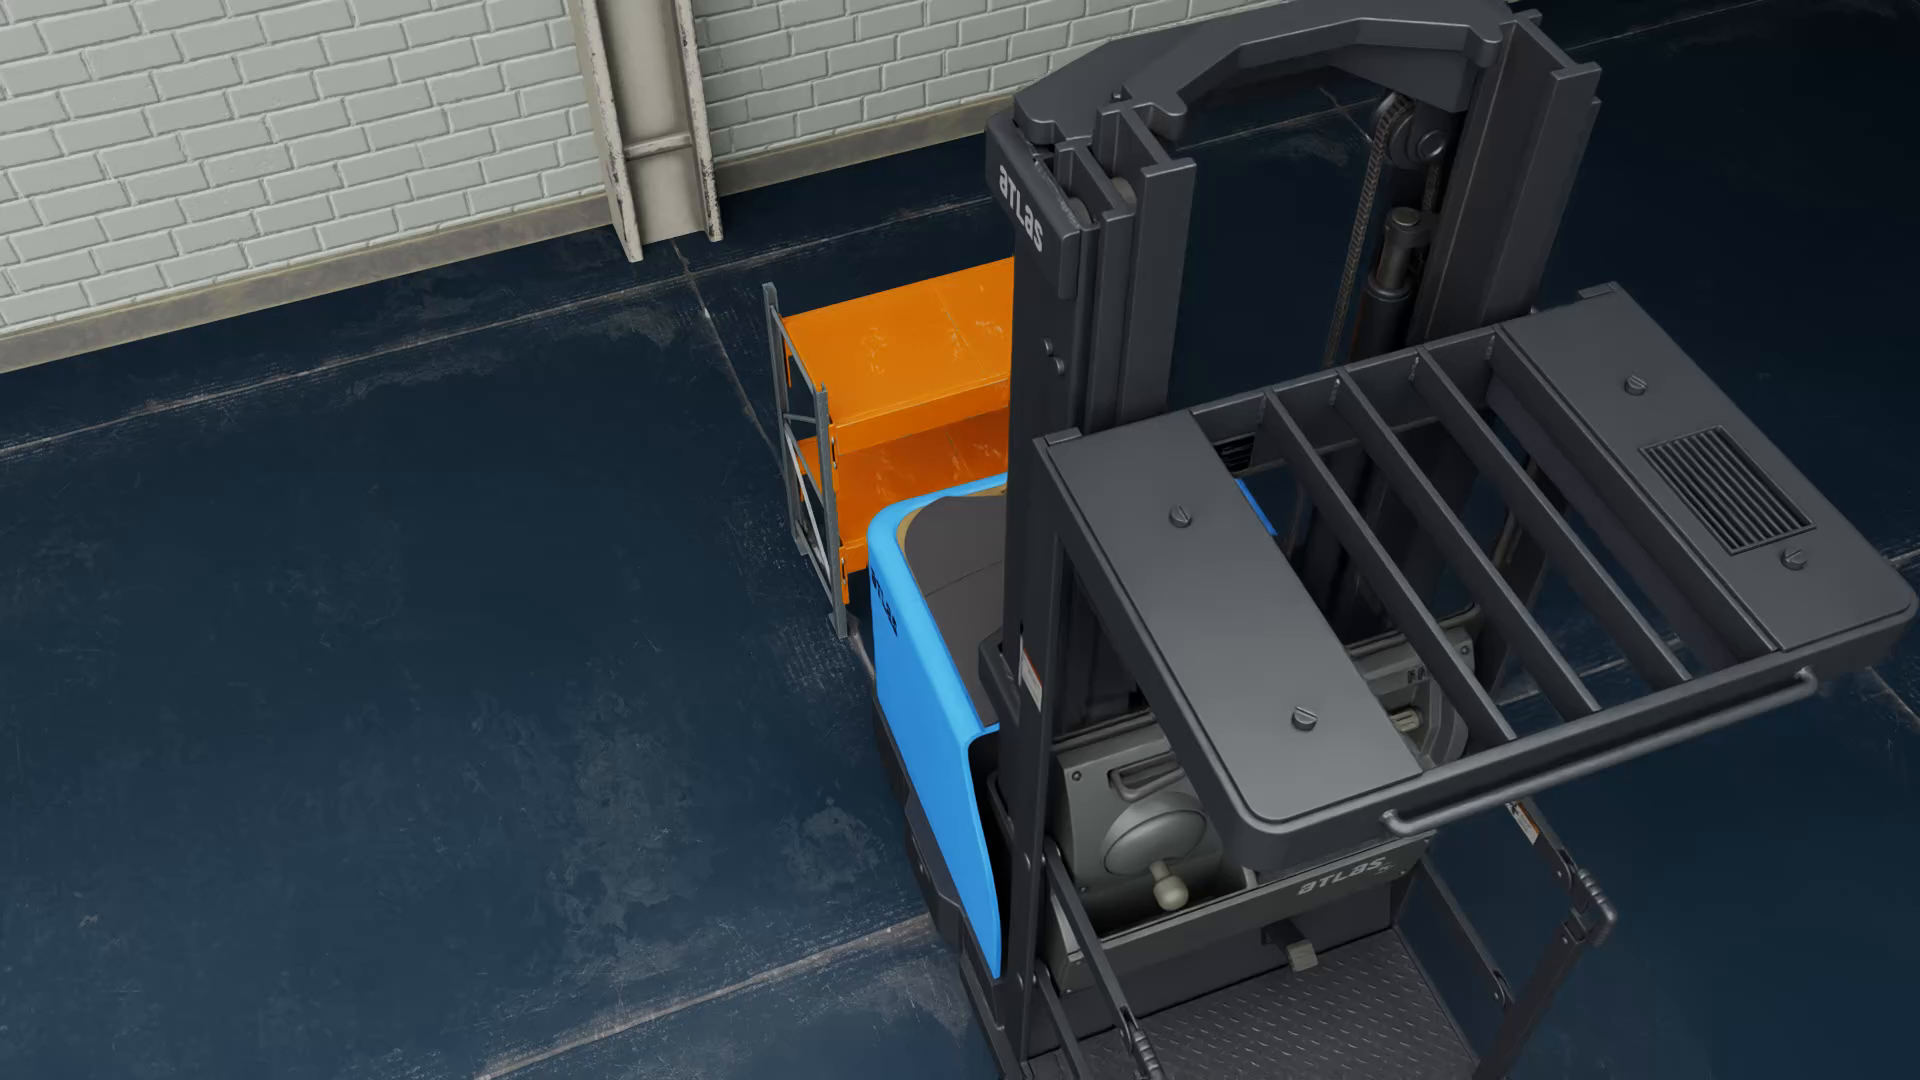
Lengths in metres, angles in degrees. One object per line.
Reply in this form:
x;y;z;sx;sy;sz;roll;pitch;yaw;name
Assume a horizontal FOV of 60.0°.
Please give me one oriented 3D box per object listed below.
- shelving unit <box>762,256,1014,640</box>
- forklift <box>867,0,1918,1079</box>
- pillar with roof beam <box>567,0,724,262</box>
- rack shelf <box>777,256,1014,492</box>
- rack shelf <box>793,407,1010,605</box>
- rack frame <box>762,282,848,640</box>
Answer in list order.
-0.006;-0.365;5.322;1.048;1.125;0.538;-17;52;-14;shelving unit
0.727;0.584;3.316;1.130;2.935;3.031;-16;51;-13;forklift
0.422;-1.192;0.842;0.400;9.000;9.100;-17;52;-14;pillar with roof beam
-0.006;-0.555;5.100;1.000;0.278;0.538;-17;52;-14;rack shelf
-0.006;-0.205;5.507;1.000;0.278;0.538;-17;52;-14;rack shelf
-0.477;-0.219;5.196;0.032;1.125;0.500;-17;52;-14;rack frame
